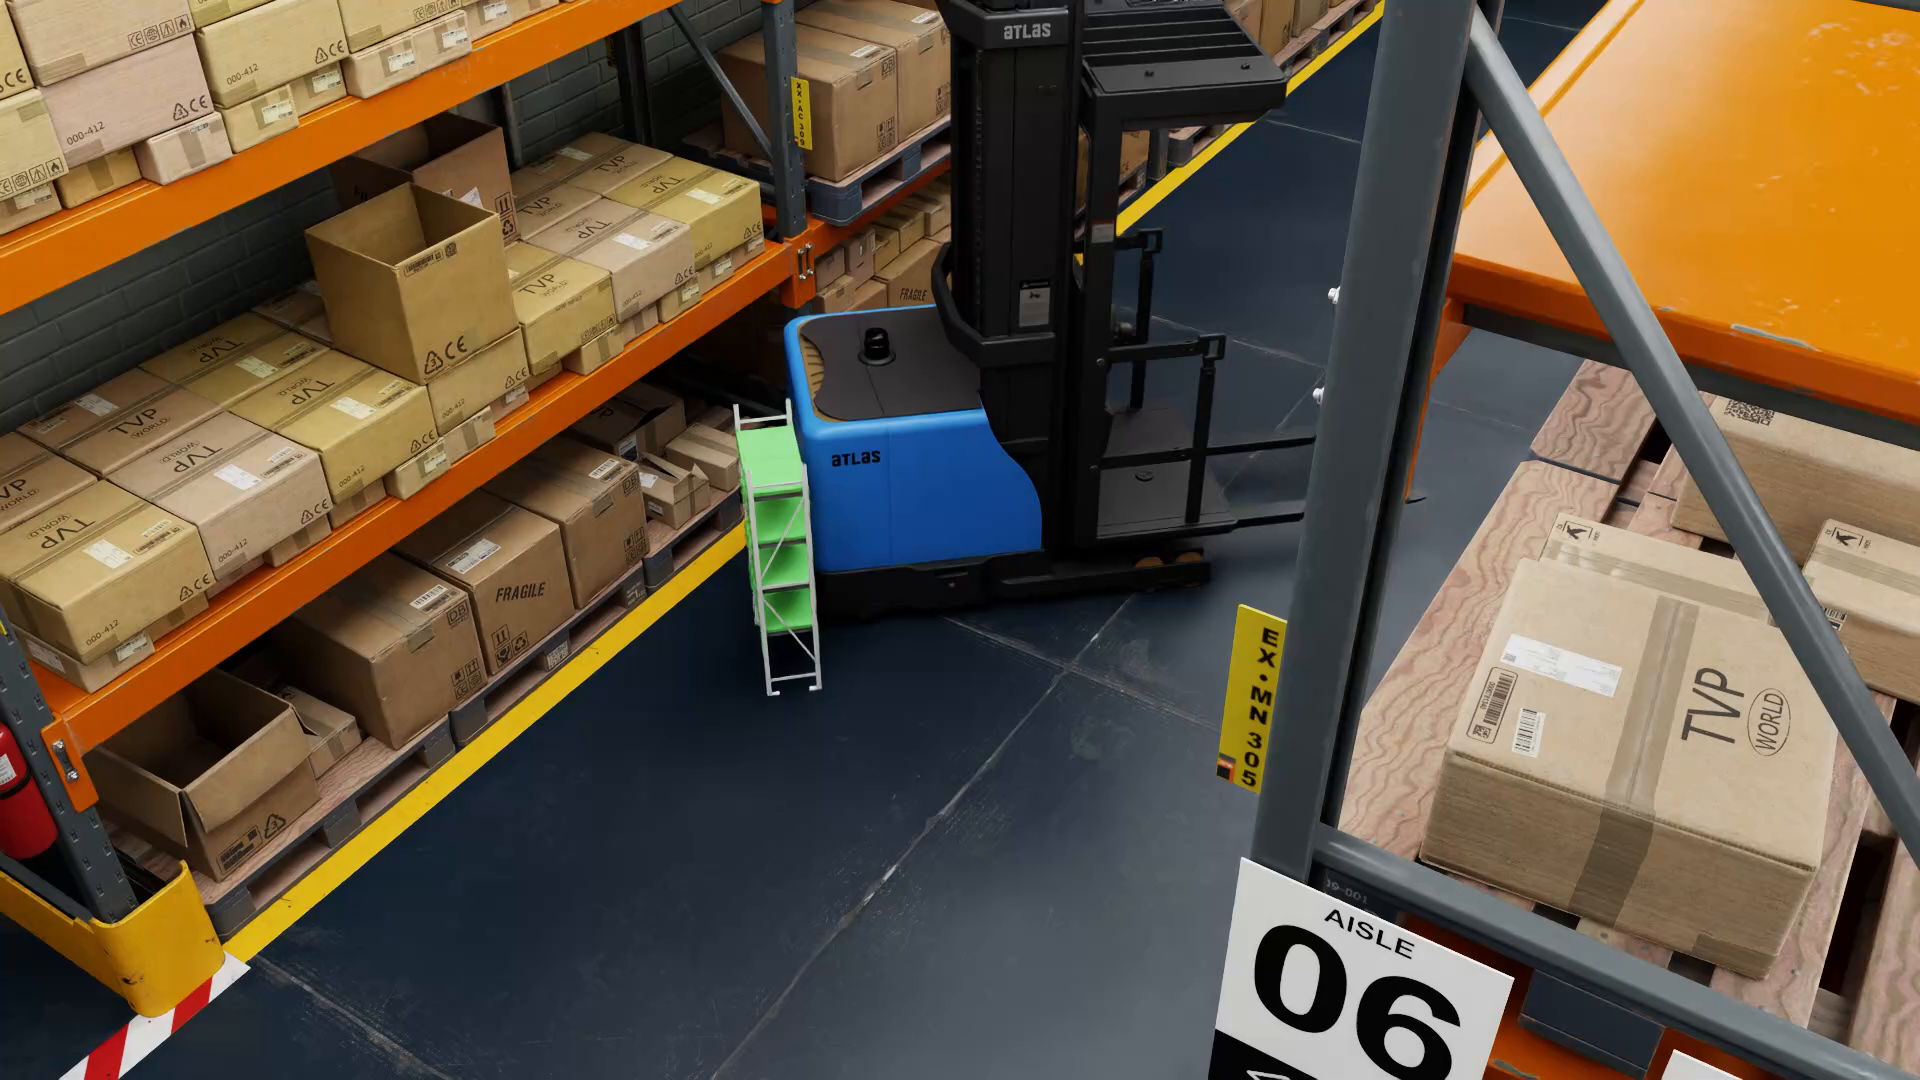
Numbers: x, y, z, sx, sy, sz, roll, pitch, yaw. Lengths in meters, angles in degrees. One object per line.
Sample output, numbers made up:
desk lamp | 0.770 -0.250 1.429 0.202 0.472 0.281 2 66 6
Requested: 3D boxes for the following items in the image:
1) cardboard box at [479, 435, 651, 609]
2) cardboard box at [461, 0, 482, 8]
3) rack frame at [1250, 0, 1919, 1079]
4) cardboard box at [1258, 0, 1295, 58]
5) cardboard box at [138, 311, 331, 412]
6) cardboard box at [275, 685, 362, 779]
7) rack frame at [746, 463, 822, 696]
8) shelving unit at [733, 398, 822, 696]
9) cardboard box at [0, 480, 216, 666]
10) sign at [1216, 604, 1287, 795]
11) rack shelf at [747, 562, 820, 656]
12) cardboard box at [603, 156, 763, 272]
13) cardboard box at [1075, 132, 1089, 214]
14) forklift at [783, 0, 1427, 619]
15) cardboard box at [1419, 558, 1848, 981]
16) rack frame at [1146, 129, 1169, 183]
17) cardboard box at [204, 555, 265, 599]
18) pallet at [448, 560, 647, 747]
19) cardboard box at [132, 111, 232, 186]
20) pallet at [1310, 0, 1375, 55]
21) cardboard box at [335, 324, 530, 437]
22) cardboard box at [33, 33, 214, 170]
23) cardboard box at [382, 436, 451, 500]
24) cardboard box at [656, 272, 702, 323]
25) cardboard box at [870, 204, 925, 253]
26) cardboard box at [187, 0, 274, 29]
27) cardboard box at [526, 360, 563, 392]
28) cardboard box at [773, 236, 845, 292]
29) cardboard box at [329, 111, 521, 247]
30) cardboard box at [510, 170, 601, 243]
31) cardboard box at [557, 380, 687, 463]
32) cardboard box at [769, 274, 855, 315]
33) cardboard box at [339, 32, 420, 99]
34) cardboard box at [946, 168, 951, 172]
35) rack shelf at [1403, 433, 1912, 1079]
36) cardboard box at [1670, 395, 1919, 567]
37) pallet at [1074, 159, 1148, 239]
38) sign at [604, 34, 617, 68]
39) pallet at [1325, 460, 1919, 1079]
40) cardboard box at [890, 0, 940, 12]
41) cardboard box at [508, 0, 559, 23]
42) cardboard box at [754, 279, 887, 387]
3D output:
cardboard box | -1.870 -0.122 7.594 0.700 0.500 0.500 20 42 23
cardboard box | -1.783 -2.144 5.937 0.500 0.250 0.500 22 43 26
rack frame | 0.868 -0.453 1.406 1.000 3.000 0.127 21 42 25
cardboard box | 2.011 -4.052 12.590 0.875 0.625 0.625 19 42 23
cardboard box | -2.756 -0.600 6.390 0.500 0.250 0.500 23 43 26
cardboard box | -2.657 0.774 6.720 0.380 0.149 0.250 19 42 23
rack frame | -0.729 0.190 6.960 0.240 1.200 0.015 -7 38 -9
shelving unit | -0.780 0.044 7.149 0.258 1.200 0.503 -7 38 -9
cardboard box | -2.854 0.097 5.485 0.500 0.250 0.500 21 42 25
sign | 0.417 0.231 2.315 0.100 0.325 0.005 21 42 25
rack shelf | -0.780 0.285 7.335 0.258 0.148 0.480 -7 38 -9
cardboard box | -1.249 -1.477 7.527 0.500 0.250 0.500 22 43 26
cardboard box | 0.639 -2.456 10.622 0.500 0.500 0.500 21 42 24
forklift | 0.727 -1.229 7.383 3.031 2.935 1.130 -6 38 -8
cardboard box | 1.033 0.327 2.548 0.500 0.250 0.500 17 41 21
rack frame | 0.961 -3.823 10.691 1.000 3.000 0.127 21 42 25
cardboard box | -2.709 0.028 5.902 0.380 0.149 0.250 21 42 25
pallet | -2.204 0.329 7.590 1.003 0.211 1.213 21 42 25
cardboard box | -2.467 -1.240 5.090 0.380 0.149 0.250 22 43 26
pallet | 2.742 -4.388 13.708 1.003 0.211 1.213 21 42 25
cardboard box | -2.060 -0.695 6.514 0.500 0.250 0.500 20 42 24
cardboard box | -2.602 -1.353 4.910 0.500 0.250 0.500 22 43 26
cardboard box | -2.185 -0.326 6.362 0.380 0.149 0.250 20 42 24
cardboard box | -1.380 -1.131 7.405 0.380 0.149 0.250 22 43 26
cardboard box | -0.419 -1.741 9.164 0.380 0.149 0.250 20 42 24
cardboard box | -2.329 -1.809 5.092 0.500 0.250 0.500 21 42 24
cardboard box | -1.889 -0.767 6.933 0.380 0.149 0.250 22 43 26
cardboard box | -0.816 -1.429 8.515 0.380 0.149 0.250 20 42 24
cardboard box | -2.205 -1.435 6.859 0.500 0.500 0.500 20 42 24
cardboard box | -1.938 -1.391 7.416 0.500 0.250 0.500 21 42 25
cardboard box | -1.736 -0.599 8.367 0.500 0.311 0.500 23 43 27
cardboard box | -0.765 -1.292 8.580 0.380 0.149 0.250 23 43 27
cardboard box | -2.055 -1.634 5.601 0.380 0.149 0.250 21 42 25
cardboard box | 0.002 -2.134 9.673 0.380 0.149 0.250 21 42 25
rack shelf | 1.940 -0.011 3.879 1.077 0.370 4.000 21 42 25
cardboard box | 1.712 -0.191 3.170 0.500 0.311 0.500 22 43 26
pallet | 0.529 -2.346 11.059 1.003 0.211 1.213 21 42 25
sign | -1.653 -2.399 7.896 0.100 0.325 0.005 21 42 25
pallet | 1.257 0.385 2.849 1.003 0.211 1.213 21 42 25
cardboard box | -0.036 -2.814 8.957 0.700 0.500 0.500 21 42 25
cardboard box | -1.714 -2.053 6.144 0.380 0.149 0.250 23 43 27
cardboard box | -0.733 -1.113 8.879 0.500 0.500 0.500 23 43 27
